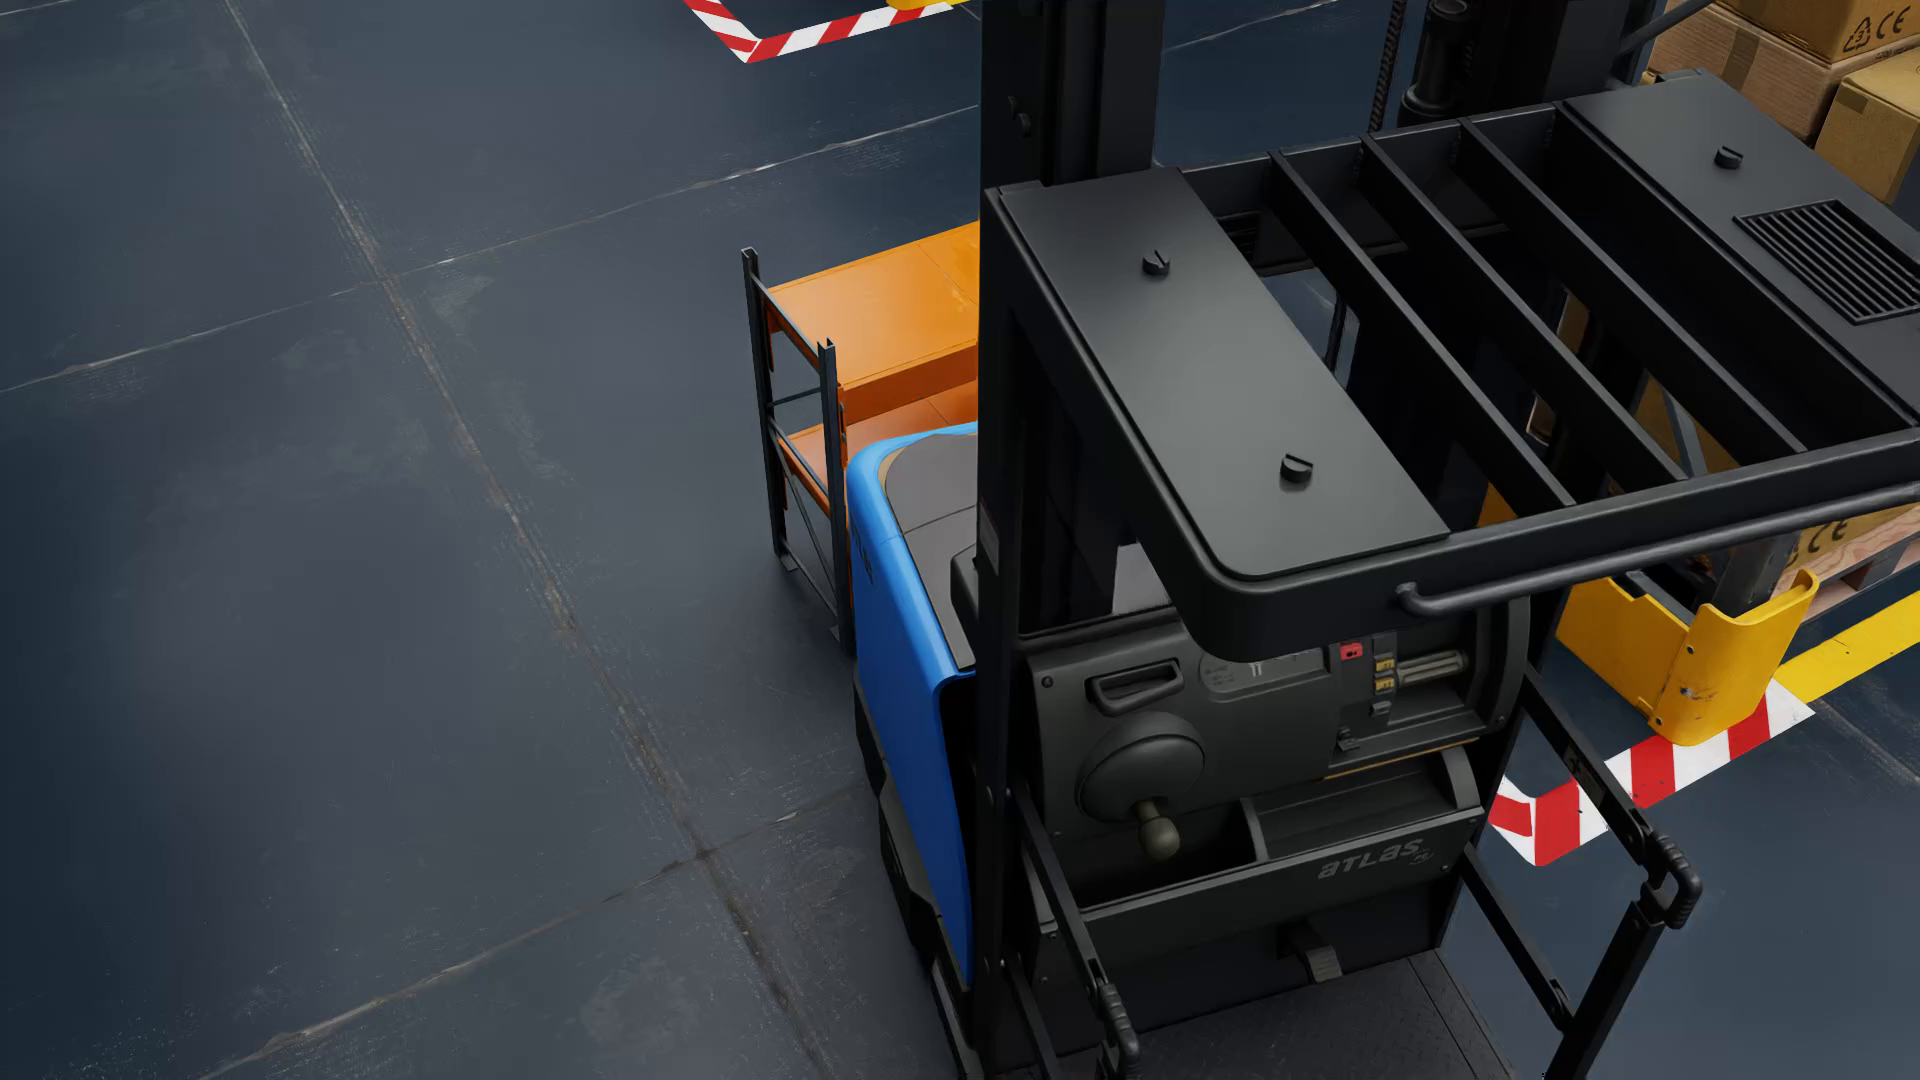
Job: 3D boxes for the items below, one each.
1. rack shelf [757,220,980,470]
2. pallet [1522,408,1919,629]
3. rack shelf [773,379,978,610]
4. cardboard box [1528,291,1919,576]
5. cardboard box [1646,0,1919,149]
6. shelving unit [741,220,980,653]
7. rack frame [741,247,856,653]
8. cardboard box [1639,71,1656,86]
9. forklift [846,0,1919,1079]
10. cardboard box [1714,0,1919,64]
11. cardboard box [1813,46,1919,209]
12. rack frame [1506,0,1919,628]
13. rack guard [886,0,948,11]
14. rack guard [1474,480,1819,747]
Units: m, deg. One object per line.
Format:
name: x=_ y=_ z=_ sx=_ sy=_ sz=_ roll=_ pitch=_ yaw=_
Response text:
rack shelf: x=-0.006 y=-0.611 z=4.652 sx=1.000 sy=0.278 sz=0.538 roll=-22 pitch=48 yaw=-21
pallet: x=2.543 y=-0.226 z=5.331 sx=1.213 sy=0.211 sz=1.003 roll=-22 pitch=48 yaw=-21
rack shelf: x=-0.006 y=-0.226 z=5.026 sx=1.000 sy=0.278 sz=0.538 roll=-22 pitch=48 yaw=-21
cardboard box: x=2.404 y=-0.561 z=4.898 sx=0.875 sy=0.875 sz=0.875 roll=-22 pitch=48 yaw=-21
cardboard box: x=2.177 y=-1.283 z=4.313 sx=0.500 sy=0.250 sz=0.500 roll=-23 pitch=48 yaw=-22
shelving unit: x=-0.006 y=-0.401 z=4.856 sx=1.048 sy=1.125 sz=0.538 roll=-22 pitch=48 yaw=-21
rack frame: x=-0.447 y=-0.225 z=4.674 sx=0.032 sy=1.125 sz=0.500 roll=-22 pitch=48 yaw=-21
cardboard box: x=2.034 y=-1.134 z=4.445 sx=0.250 sy=0.149 sz=0.380 roll=-21 pitch=48 yaw=-20
forklift: x=0.638 y=0.376 z=2.758 sx=1.130 sy=2.935 sz=3.031 roll=-12 pitch=45 yaw=-12
cardboard box: x=2.180 y=-1.552 z=4.051 sx=0.500 sy=0.500 sz=0.500 roll=-21 pitch=48 yaw=-20
cardboard box: x=2.440 y=-0.958 z=3.978 sx=0.500 sy=0.250 sz=0.500 roll=-23 pitch=49 yaw=-22
rack frame: x=1.889 y=-0.902 z=4.026 sx=0.127 sy=3.000 sz=1.000 roll=-22 pitch=48 yaw=-21
rack guard: x=-0.429 y=-3.061 z=8.046 sx=0.348 sy=0.500 sz=1.175 roll=-22 pitch=48 yaw=-21
rack guard: x=1.868 y=0.003 z=4.888 sx=0.348 sy=0.500 sz=1.175 roll=-22 pitch=48 yaw=-21
